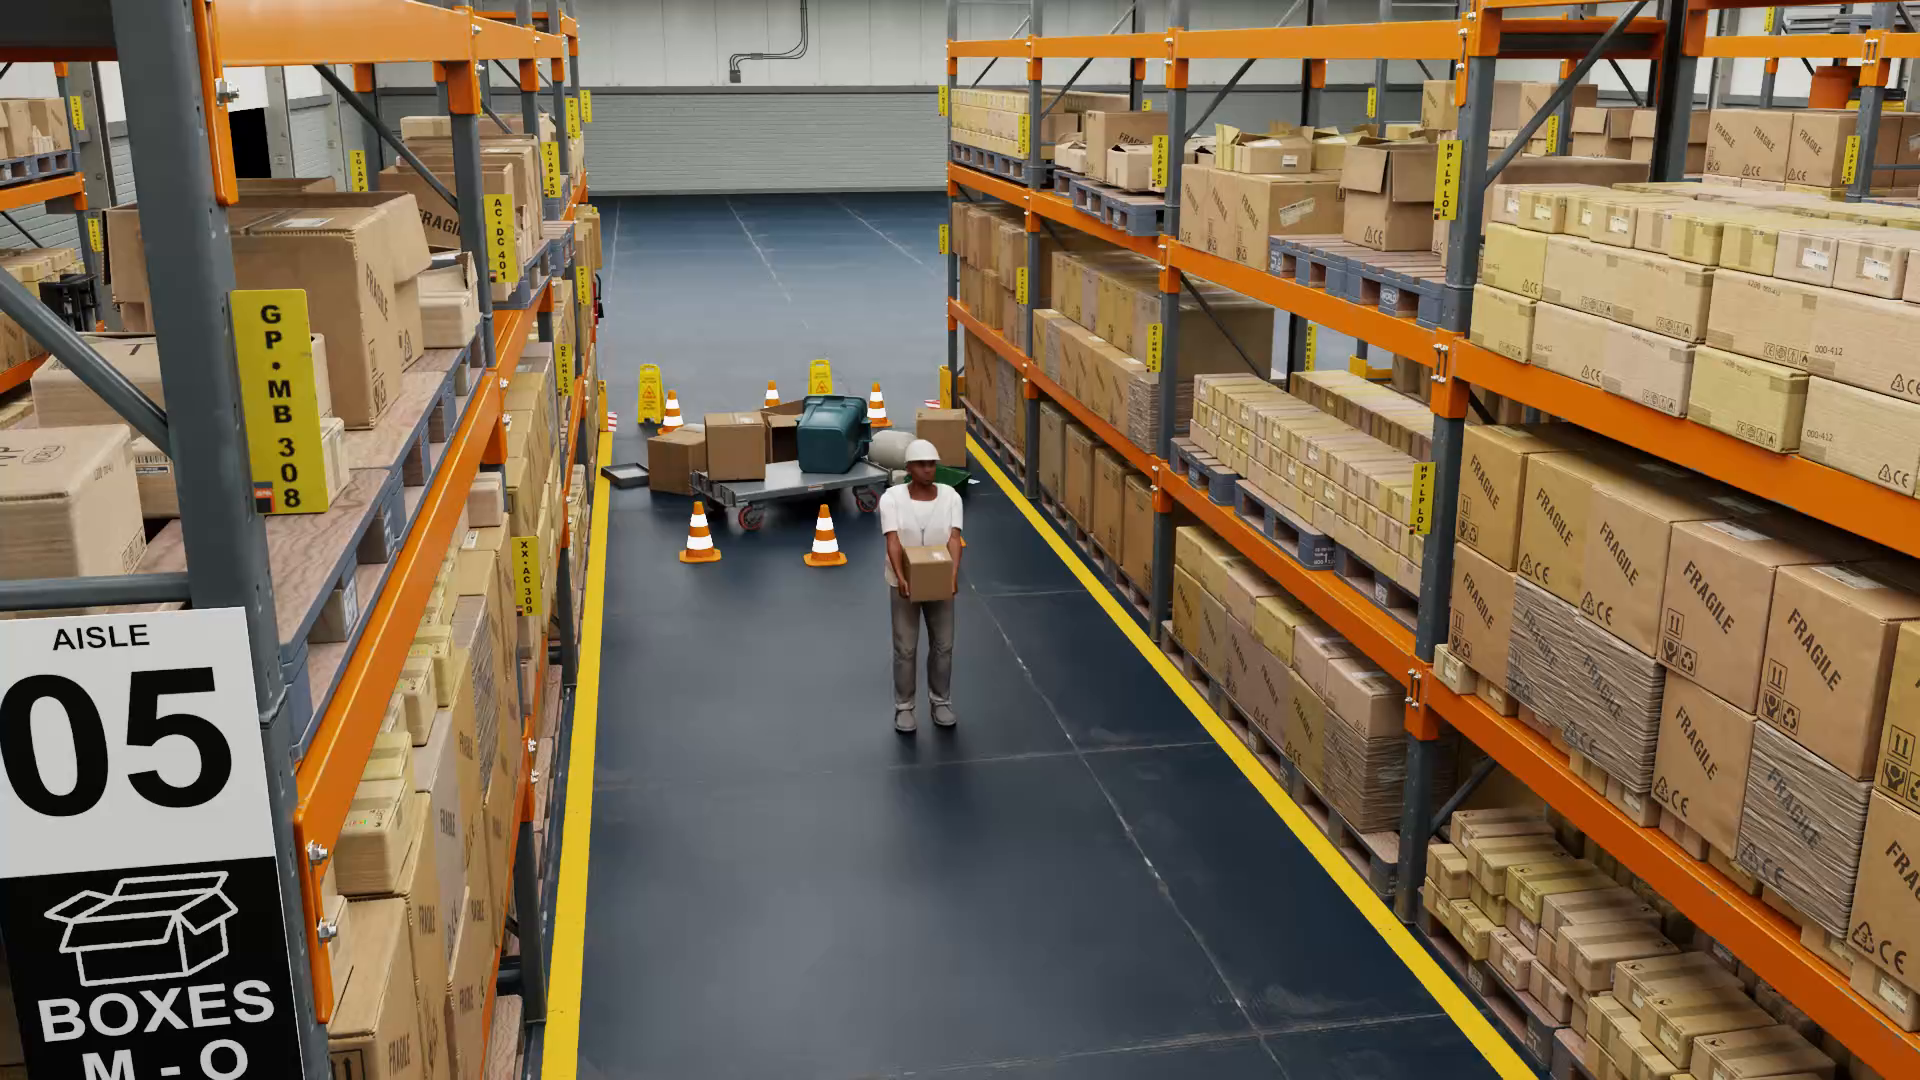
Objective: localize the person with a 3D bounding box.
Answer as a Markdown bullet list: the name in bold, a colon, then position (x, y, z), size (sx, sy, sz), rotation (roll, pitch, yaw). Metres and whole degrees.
- **person**: position (-0.210, 0.291, 10.006), size (0.502, 1.761, 0.577), rotation (-3, 17, -10)
